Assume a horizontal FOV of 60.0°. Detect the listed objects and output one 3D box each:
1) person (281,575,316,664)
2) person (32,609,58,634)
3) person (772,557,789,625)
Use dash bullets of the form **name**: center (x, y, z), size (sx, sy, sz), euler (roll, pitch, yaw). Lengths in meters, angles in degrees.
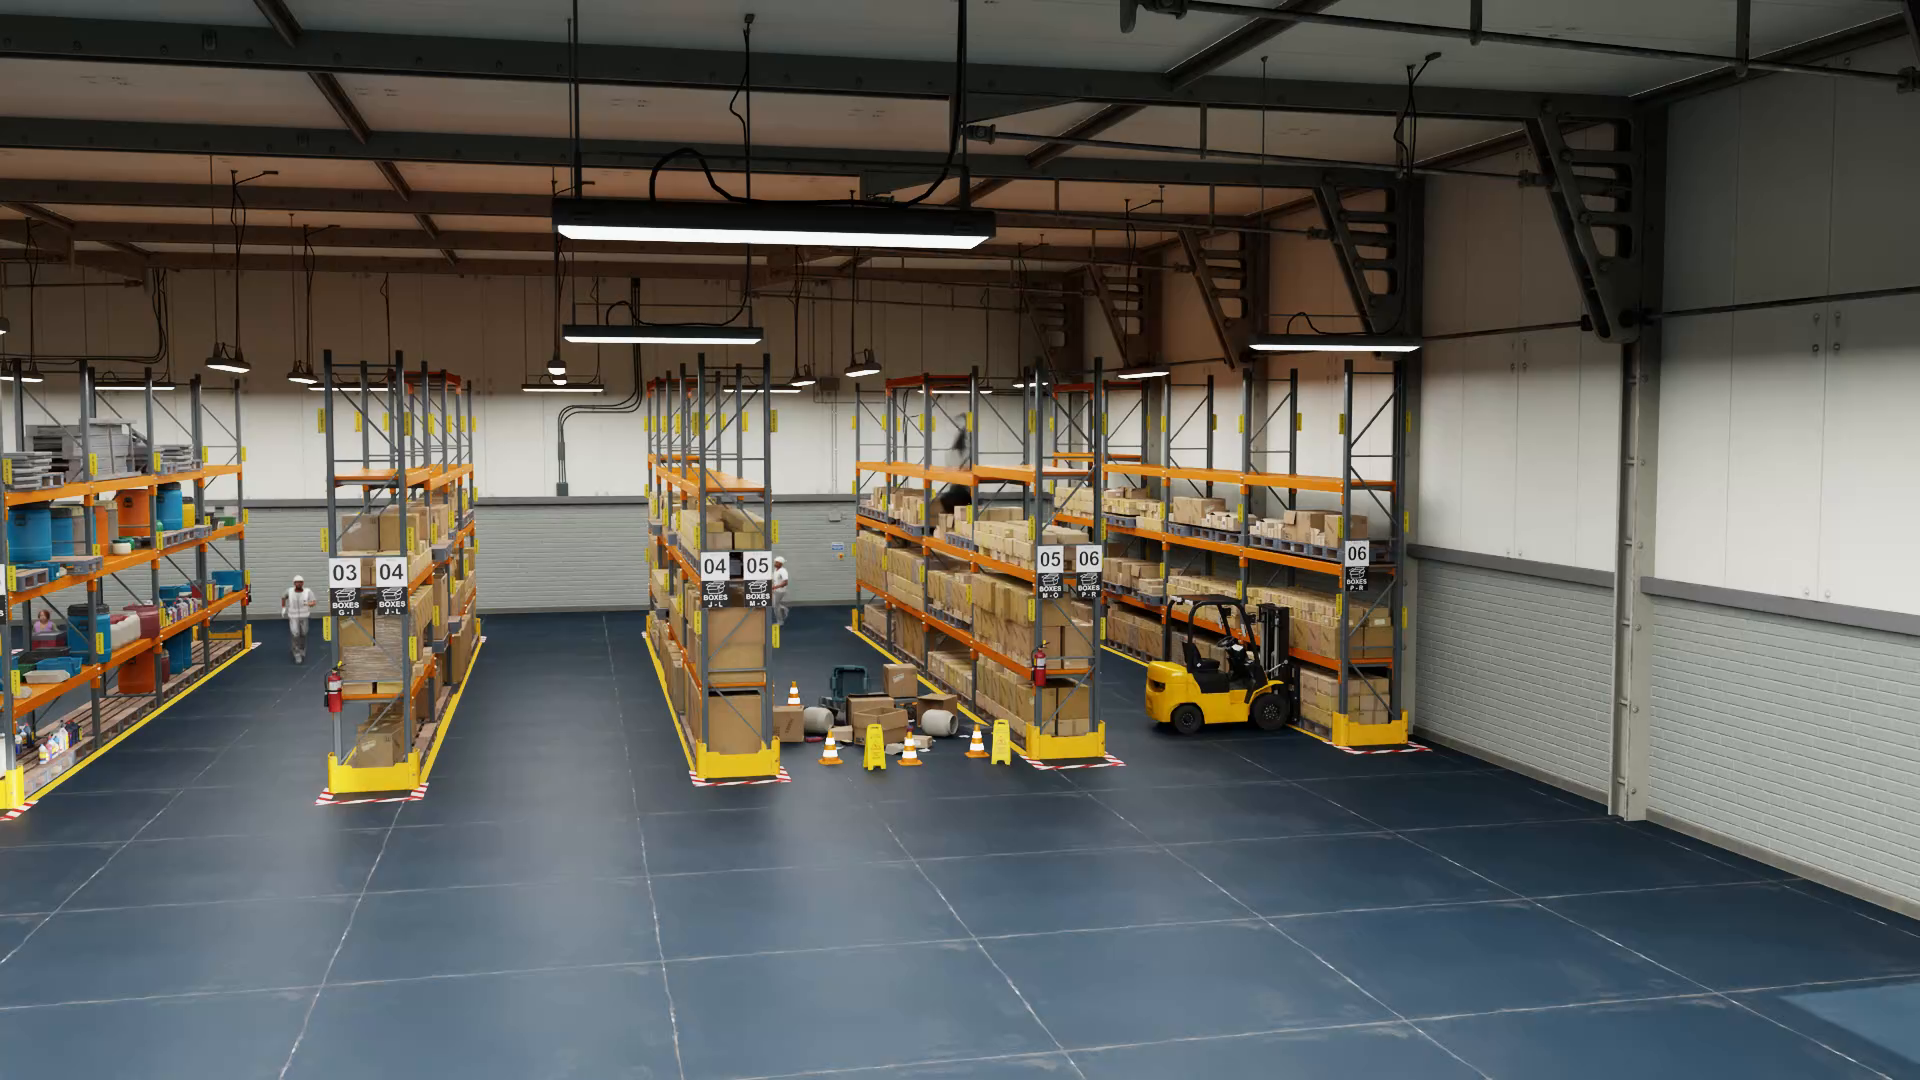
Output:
- **person**: center (-13.948, 1.652, 35.104), size (0.668, 1.826, 0.900), euler (-2, 4, -26)
- **person**: center (-16.753, 2.058, 30.471), size (0.529, 1.597, 0.883), euler (-2, 4, -22)
- **person**: center (-4.488, 1.274, 41.346), size (0.587, 1.722, 0.703), euler (-2, 4, -26)
